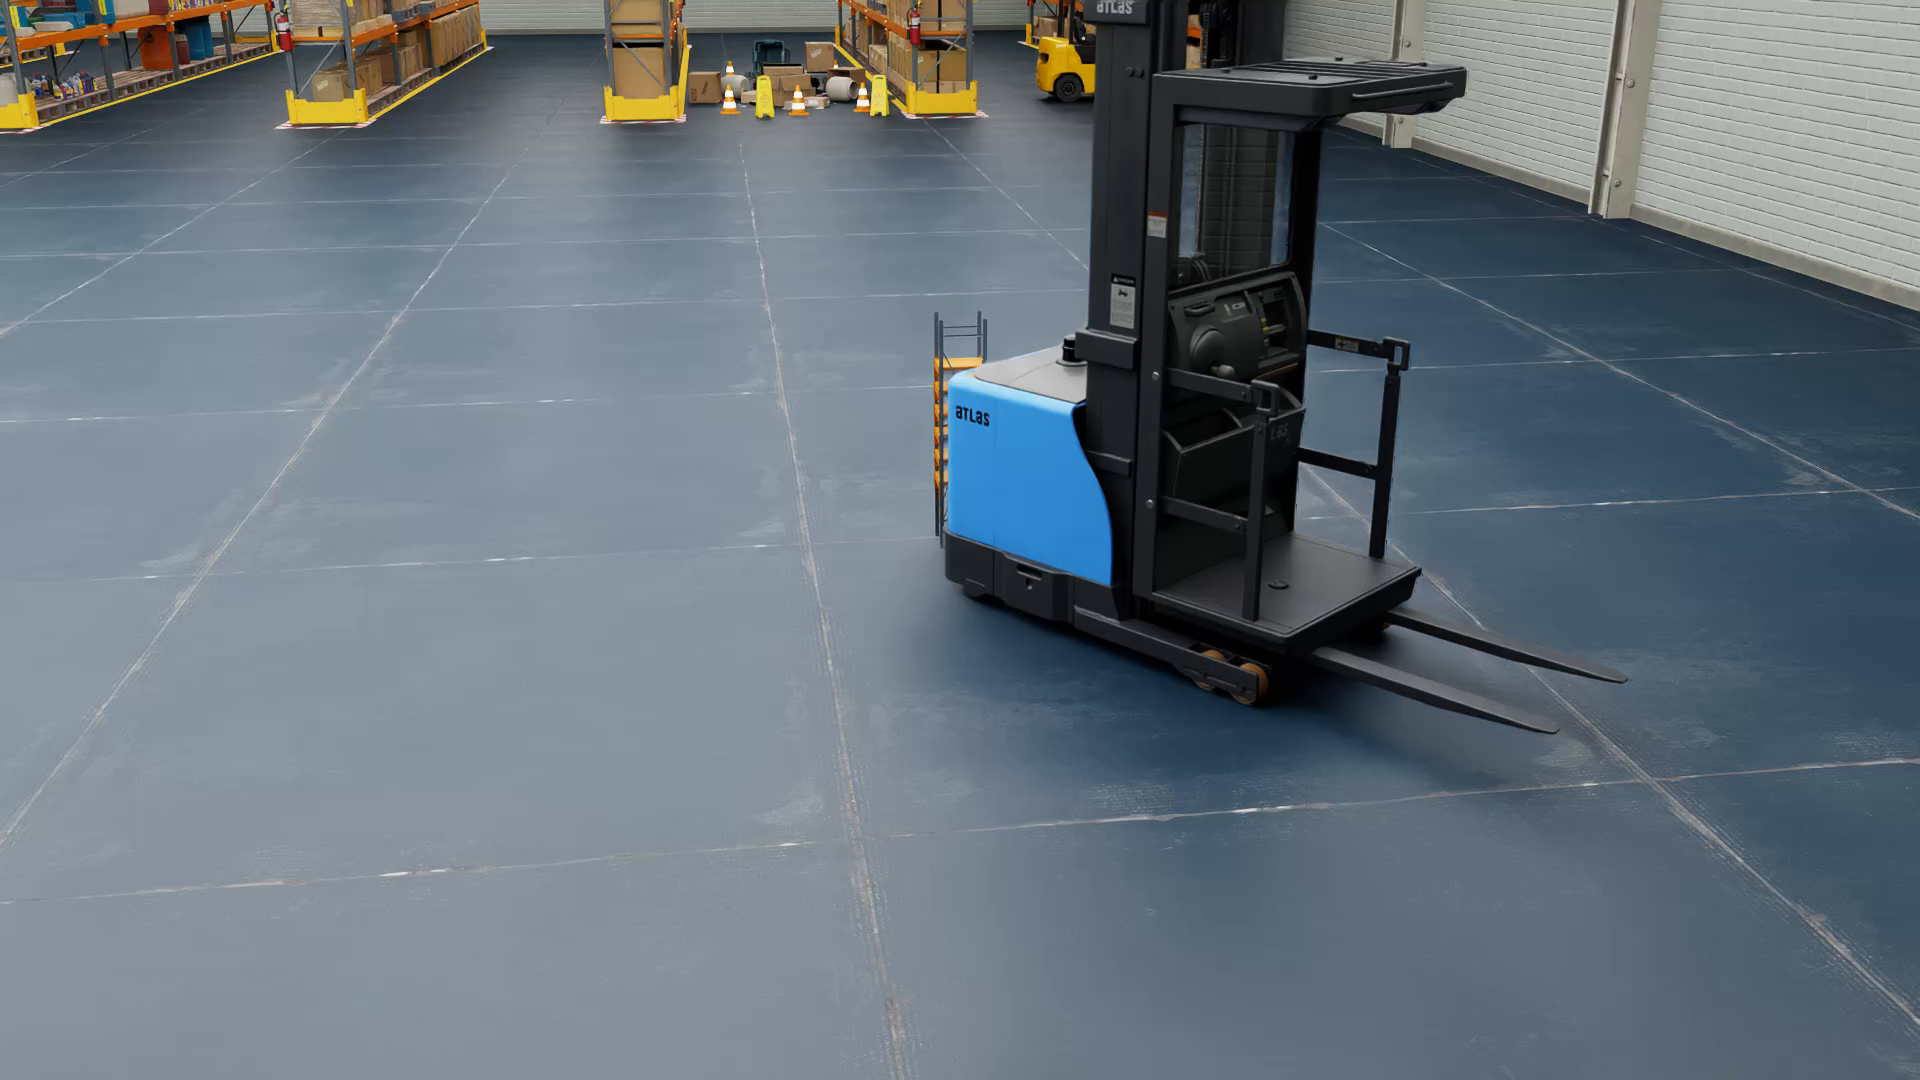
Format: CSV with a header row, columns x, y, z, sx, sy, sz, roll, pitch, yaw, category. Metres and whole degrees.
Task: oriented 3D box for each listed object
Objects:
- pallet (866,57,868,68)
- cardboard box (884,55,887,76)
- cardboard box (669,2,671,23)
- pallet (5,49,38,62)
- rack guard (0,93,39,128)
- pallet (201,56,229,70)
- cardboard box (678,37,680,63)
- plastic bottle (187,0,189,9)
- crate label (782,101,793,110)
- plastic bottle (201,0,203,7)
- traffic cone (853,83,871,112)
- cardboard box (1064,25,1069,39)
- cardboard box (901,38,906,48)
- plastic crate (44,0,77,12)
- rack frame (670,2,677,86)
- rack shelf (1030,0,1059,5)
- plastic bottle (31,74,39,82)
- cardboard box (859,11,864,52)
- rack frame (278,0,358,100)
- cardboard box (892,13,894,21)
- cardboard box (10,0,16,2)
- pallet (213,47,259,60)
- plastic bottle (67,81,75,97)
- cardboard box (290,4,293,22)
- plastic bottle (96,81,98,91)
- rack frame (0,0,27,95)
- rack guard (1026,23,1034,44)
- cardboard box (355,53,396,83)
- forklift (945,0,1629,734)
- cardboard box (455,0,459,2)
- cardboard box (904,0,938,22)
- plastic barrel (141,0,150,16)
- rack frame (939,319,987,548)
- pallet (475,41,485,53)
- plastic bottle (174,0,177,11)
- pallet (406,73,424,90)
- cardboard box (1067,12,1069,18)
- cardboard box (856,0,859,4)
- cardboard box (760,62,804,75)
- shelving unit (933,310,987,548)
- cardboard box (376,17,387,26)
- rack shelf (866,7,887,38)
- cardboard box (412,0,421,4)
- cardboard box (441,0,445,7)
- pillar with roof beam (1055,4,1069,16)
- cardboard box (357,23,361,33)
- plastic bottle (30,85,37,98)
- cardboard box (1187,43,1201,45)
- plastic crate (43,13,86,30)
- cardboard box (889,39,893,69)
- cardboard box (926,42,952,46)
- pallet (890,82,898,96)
x,y,z,sx,sy,sz,roll,pitch,yaw,category
-1.490,-10.329,36.069,1.003,0.211,1.213,-3,21,-8,pallet
-0.952,-9.121,32.004,0.950,0.372,0.625,-3,21,-7,cardboard box
-5.591,-9.443,29.496,0.875,0.550,0.550,-3,21,-8,cardboard box
-21.914,-11.100,38.134,1.003,0.211,1.213,-3,21,-8,pallet
-15.063,-6.692,25.918,1.175,0.500,0.348,-3,21,-8,rack guard
-16.665,-10.418,36.308,1.003,0.211,1.213,-3,21,-8,pallet
-6.184,-10.357,35.132,0.500,0.500,0.500,-4,21,-10,cardboard box
-16.057,-11.156,34.482,0.097,0.271,0.097,0,20,0,plastic bottle
-2.860,-7.427,28.404,0.250,0.136,0.298,-15,25,-35,crate label
-16.233,-11.514,35.435,0.152,0.276,0.135,-3,21,-8,plastic bottle
-1.636,-7.484,28.092,0.336,0.463,0.334,-3,21,-8,traffic cone
2.731,-11.842,39.107,0.500,0.500,0.500,-2,21,-5,cardboard box
-0.823,-8.627,28.859,0.380,0.149,0.250,-3,21,-7,cardboard box
-15.954,-9.406,29.521,0.402,0.464,0.583,-3,21,-8,plastic crate
-5.758,-9.689,30.370,1.000,3.000,0.127,-3,21,-8,rack frame
2.596,-13.350,41.202,1.077,0.370,4.000,-3,21,-8,rack shelf
-15.849,-7.823,28.532,0.144,0.351,0.185,-4,21,-10,plastic bottle
-1.859,-11.734,38.282,0.875,0.875,0.875,-2,21,-6,cardboard box
-10.104,-8.089,26.086,1.000,3.000,0.127,-3,21,-8,rack frame
-1.058,-9.646,30.613,0.380,0.149,0.250,-2,21,-6,cardboard box
-21.588,-12.333,37.305,0.500,0.500,0.500,-3,21,-8,cardboard box
-17.058,-11.363,38.839,1.003,0.211,1.213,-3,21,-8,pallet
-15.051,-7.634,28.138,0.097,0.271,0.097,0,20,0,plastic bottle
-10.347,-8.634,26.977,0.875,0.500,0.500,-3,21,-8,cardboard box
-15.221,-8.009,29.243,0.097,0.201,0.097,0,20,0,plastic bottle
-15.005,-7.839,25.417,1.000,3.000,0.127,-3,21,-8,rack frame
2.318,-13.182,43.297,1.175,0.500,0.348,-3,21,-8,rack guard
-10.748,-8.722,30.726,0.700,0.500,0.500,-5,21,-12,cardboard box
1.339,-0.899,6.933,3.031,2.935,1.130,19,27,40,forklift
-11.547,-12.245,37.573,0.380,0.149,0.250,-3,21,-8,cardboard box
-0.648,-8.949,27.820,0.500,0.500,0.500,-3,21,-9,cardboard box
-15.799,-10.316,31.888,0.421,0.512,0.421,0,20,0,plastic barrel
0.015,-0.525,8.408,0.240,1.200,0.006,-3,21,-8,rack frame
-12.218,-12.049,40.675,1.003,0.211,1.213,-3,21,-8,pallet
-15.903,-10.836,33.609,0.061,0.283,0.133,-3,21,-8,plastic bottle
-10.973,-8.860,32.136,1.003,0.211,1.213,-3,21,-8,pallet
2.733,-12.329,39.060,0.380,0.149,0.250,-3,21,-9,cardboard box
-2.028,-11.976,36.709,0.500,0.250,0.500,-3,21,-9,cardboard box
-3.199,-8.286,29.989,0.797,0.637,0.503,-3,21,-8,cardboard box
0.002,-0.557,8.493,0.258,1.200,0.189,-3,21,-8,shelving unit
-10.209,-9.039,28.988,0.380,0.149,0.250,-3,21,-8,cardboard box
-1.162,-10.329,33.112,1.077,0.370,4.000,-3,21,-8,rack shelf
-10.960,-10.729,32.412,0.700,0.500,0.500,0,20,0,cardboard box
-11.282,-11.616,35.387,0.500,0.500,0.500,-3,21,-8,cardboard box
-1.449,-17.952,43.920,9.100,9.000,0.400,-3,21,-8,pillar with roof beam
-10.004,-8.342,27.123,0.380,0.149,0.250,-3,21,-8,cardboard box
-15.647,-7.563,28.049,0.097,0.201,0.097,0,20,0,plastic bottle
4.077,-8.711,29.654,0.500,0.250,0.500,-3,21,-7,cardboard box
-15.153,-8.785,28.162,0.499,0.251,0.616,-3,21,-8,plastic crate
-1.056,-9.015,30.825,0.500,0.500,0.500,-2,21,-5,cardboard box
-0.373,-8.689,29.952,0.500,0.500,0.500,-2,21,-5,cardboard box
-0.742,-8.436,31.002,1.003,0.211,1.213,-3,21,-8,pallet
